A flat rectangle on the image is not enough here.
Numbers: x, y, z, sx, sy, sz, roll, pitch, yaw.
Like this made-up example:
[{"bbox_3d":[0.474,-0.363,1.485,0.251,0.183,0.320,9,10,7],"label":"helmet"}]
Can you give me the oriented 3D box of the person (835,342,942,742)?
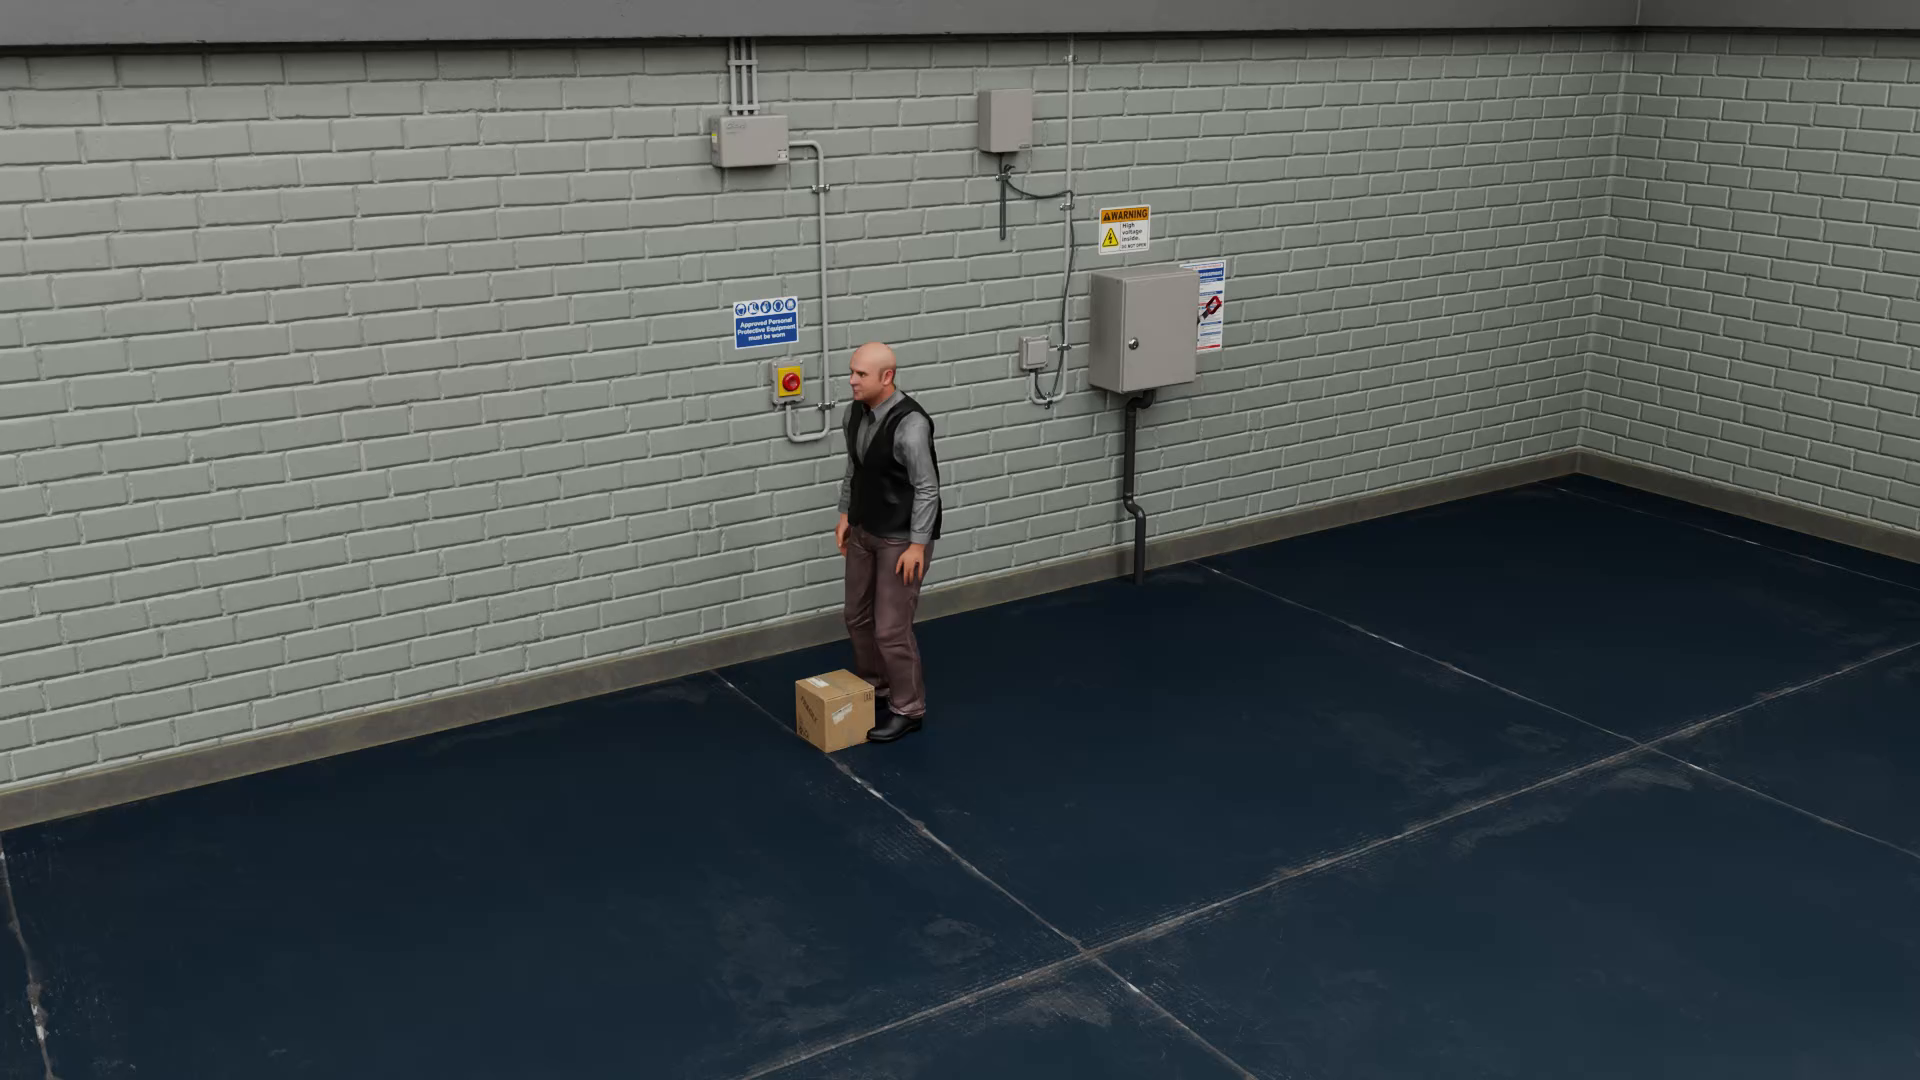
[{"bbox_3d":[-0.306,-0.010,7.122,0.417,1.721,0.594,-13,22,-35],"label":"person"}]
